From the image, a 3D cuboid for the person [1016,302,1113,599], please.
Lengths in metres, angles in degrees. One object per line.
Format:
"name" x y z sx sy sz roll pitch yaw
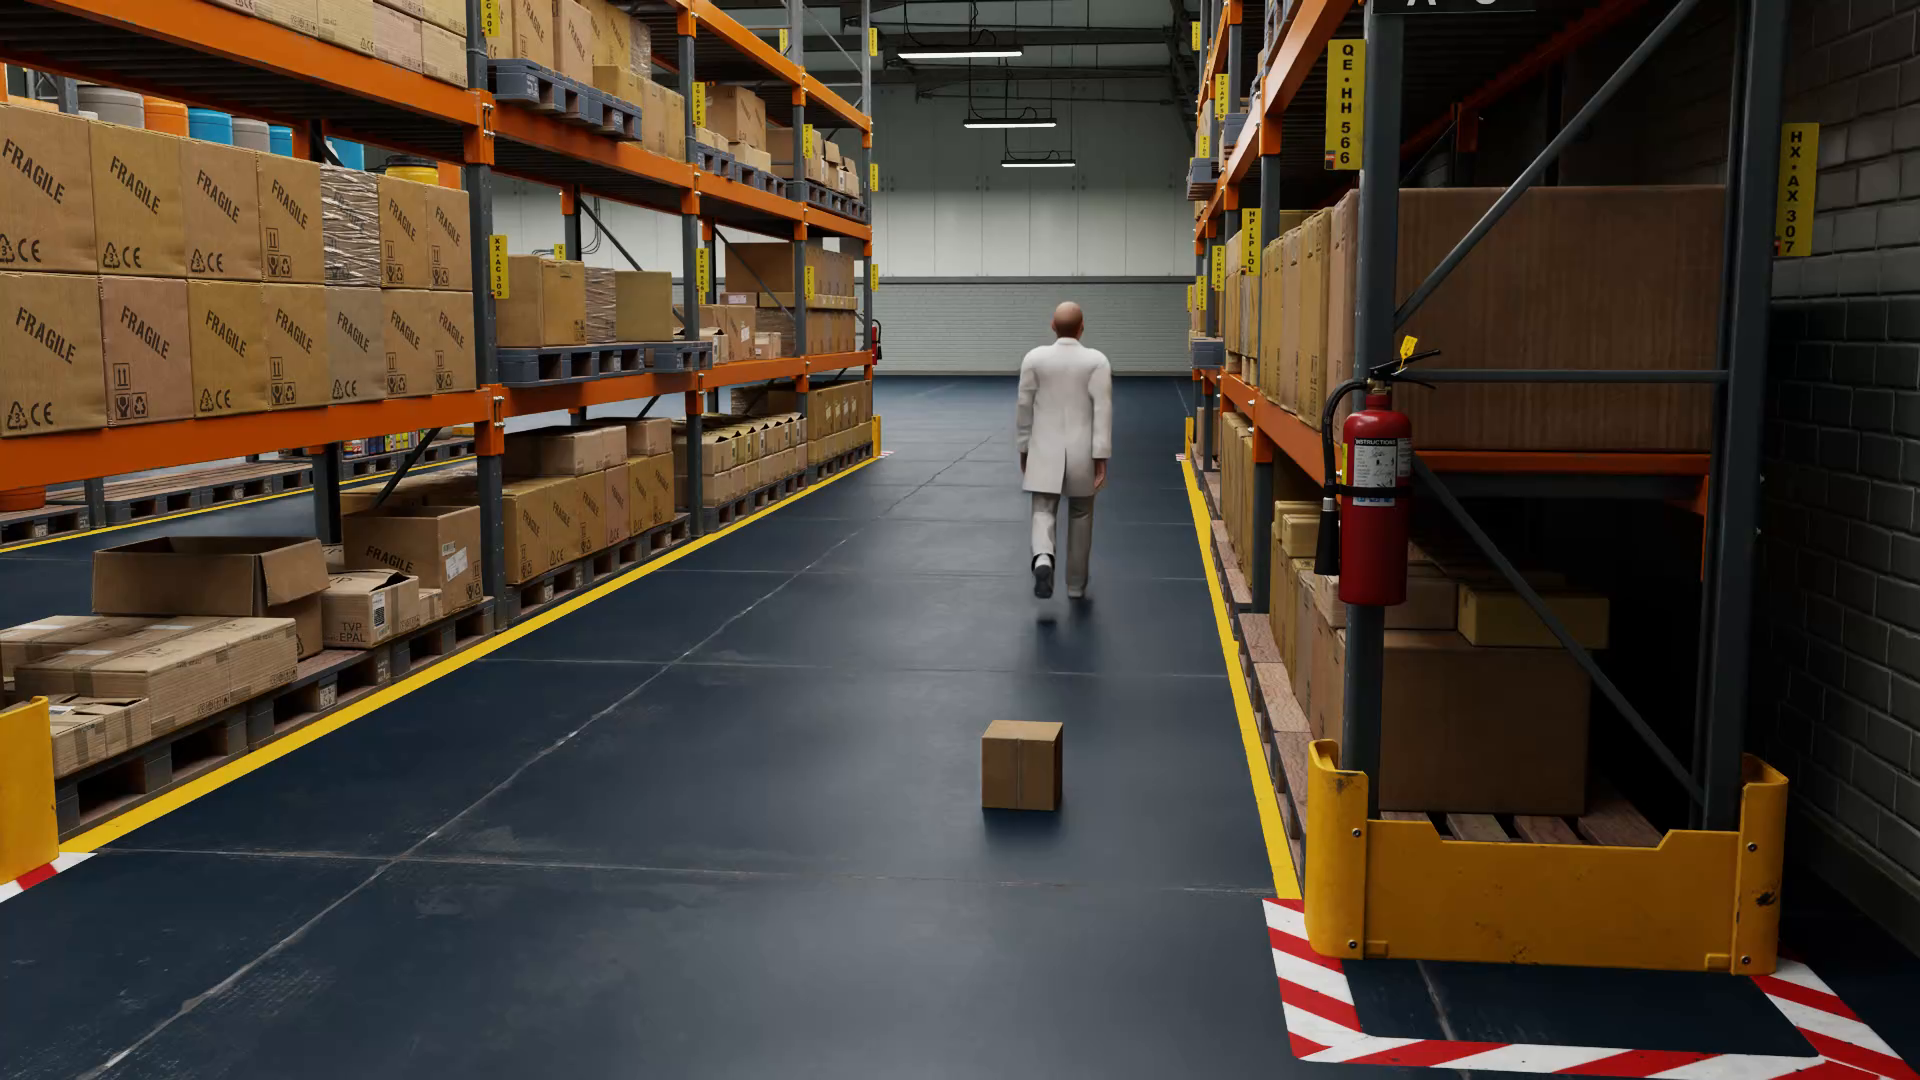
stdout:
"person" 0.606 -0.508 9.702 0.570 1.749 0.993 1 7 6
